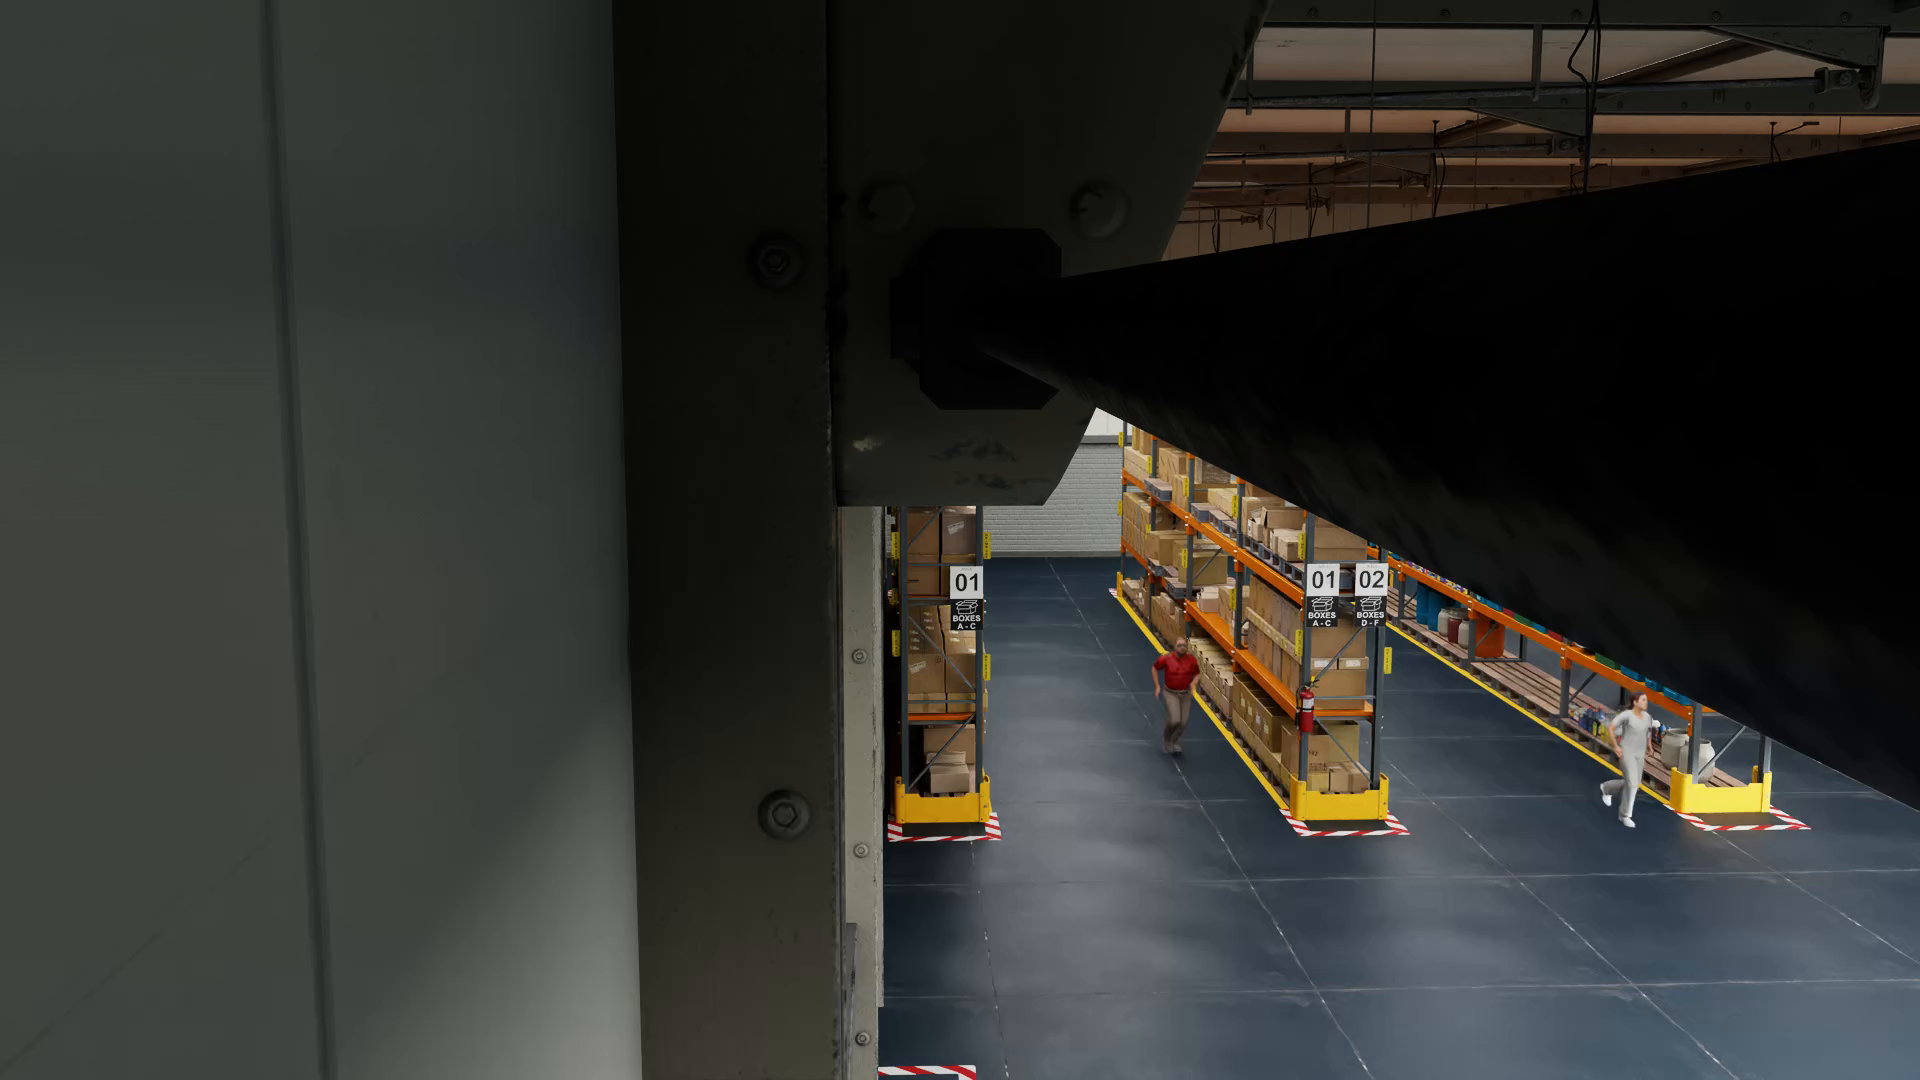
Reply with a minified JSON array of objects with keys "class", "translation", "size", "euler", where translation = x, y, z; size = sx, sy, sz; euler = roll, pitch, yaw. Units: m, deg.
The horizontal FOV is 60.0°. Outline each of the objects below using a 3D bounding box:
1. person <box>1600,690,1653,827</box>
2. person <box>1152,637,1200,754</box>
[{"class":"person","translation":[8.291,2.659,20.613],"size":[0.605,1.642,0.736],"euler":[-3,9,-20]},{"class":"person","translation":[3.075,2.205,23.419],"size":[0.638,1.688,0.733],"euler":[-2,8,-11]}]
